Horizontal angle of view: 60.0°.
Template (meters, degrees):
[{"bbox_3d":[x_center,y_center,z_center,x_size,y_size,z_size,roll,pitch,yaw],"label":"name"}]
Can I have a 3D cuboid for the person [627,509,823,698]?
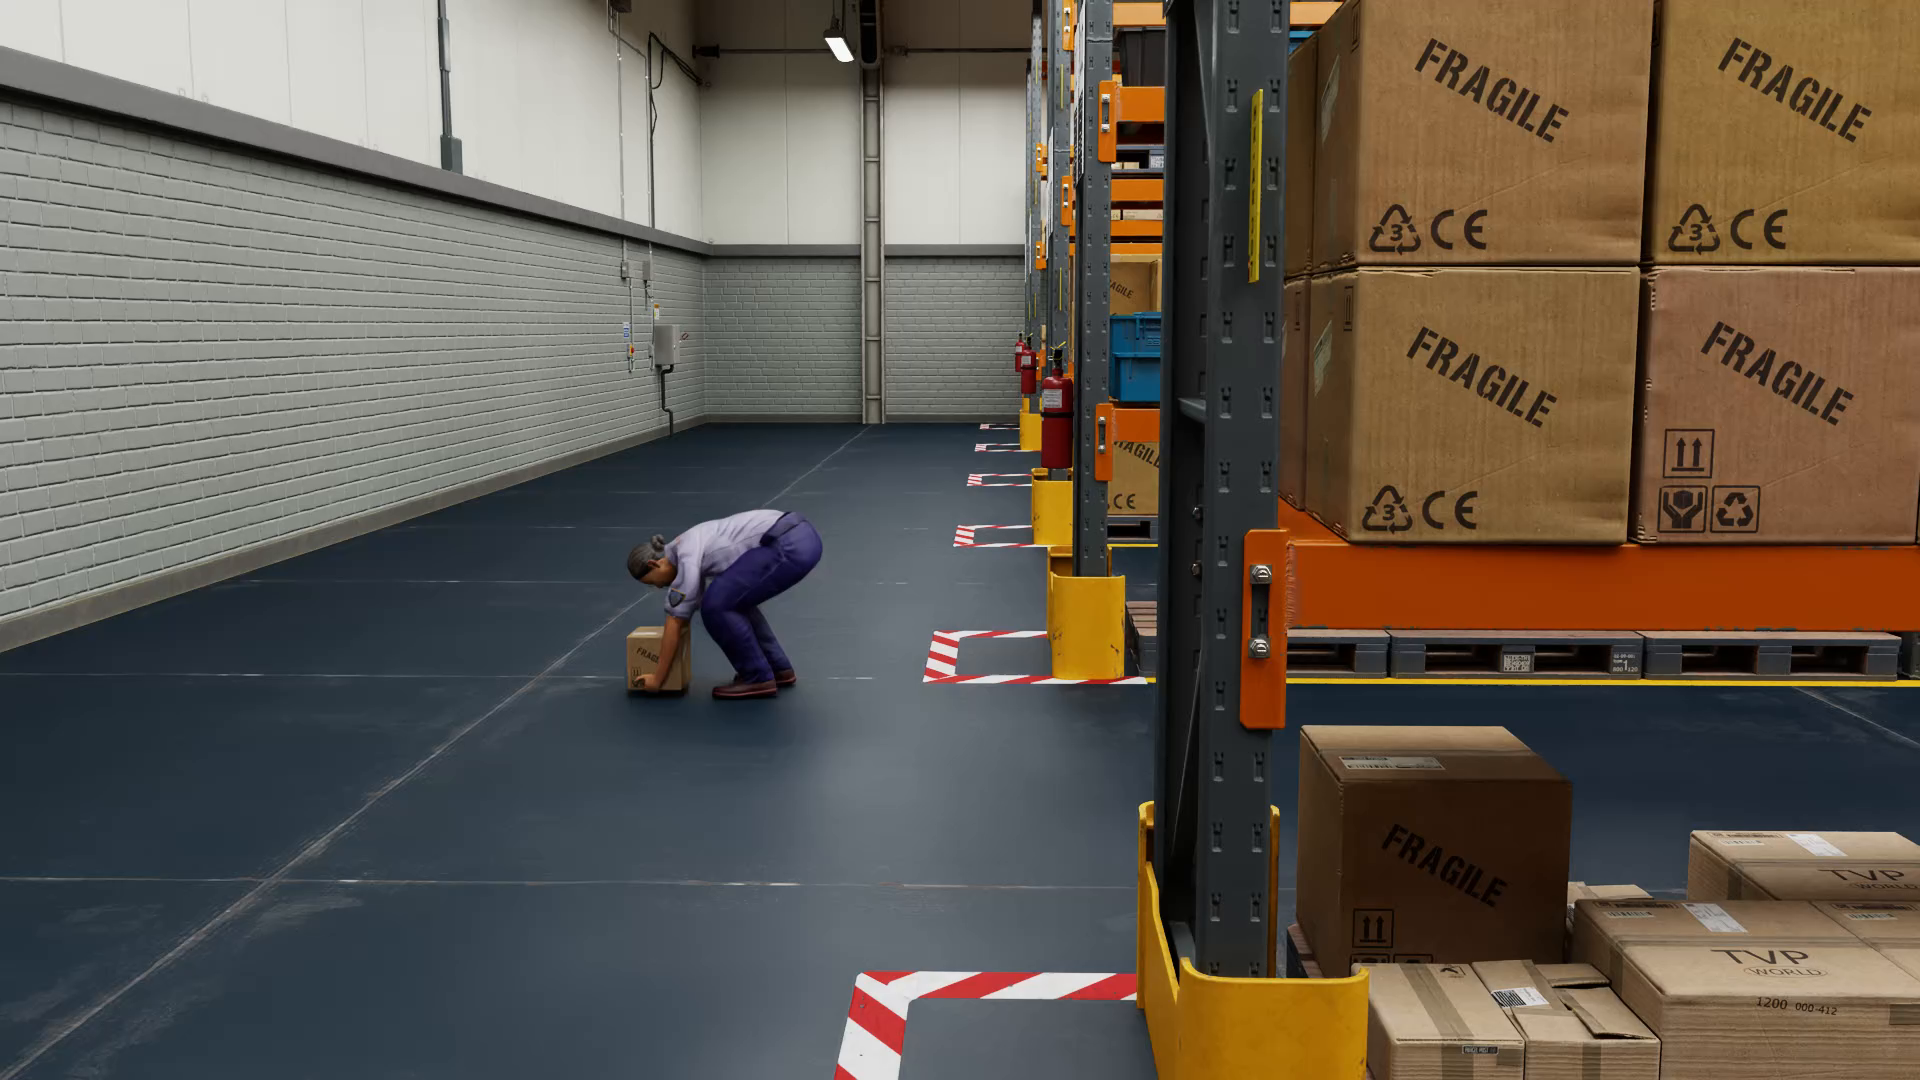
[{"bbox_3d":[-1.088,0.288,7.722,0.898,0.853,0.506,0,7,-1],"label":"person"}]
